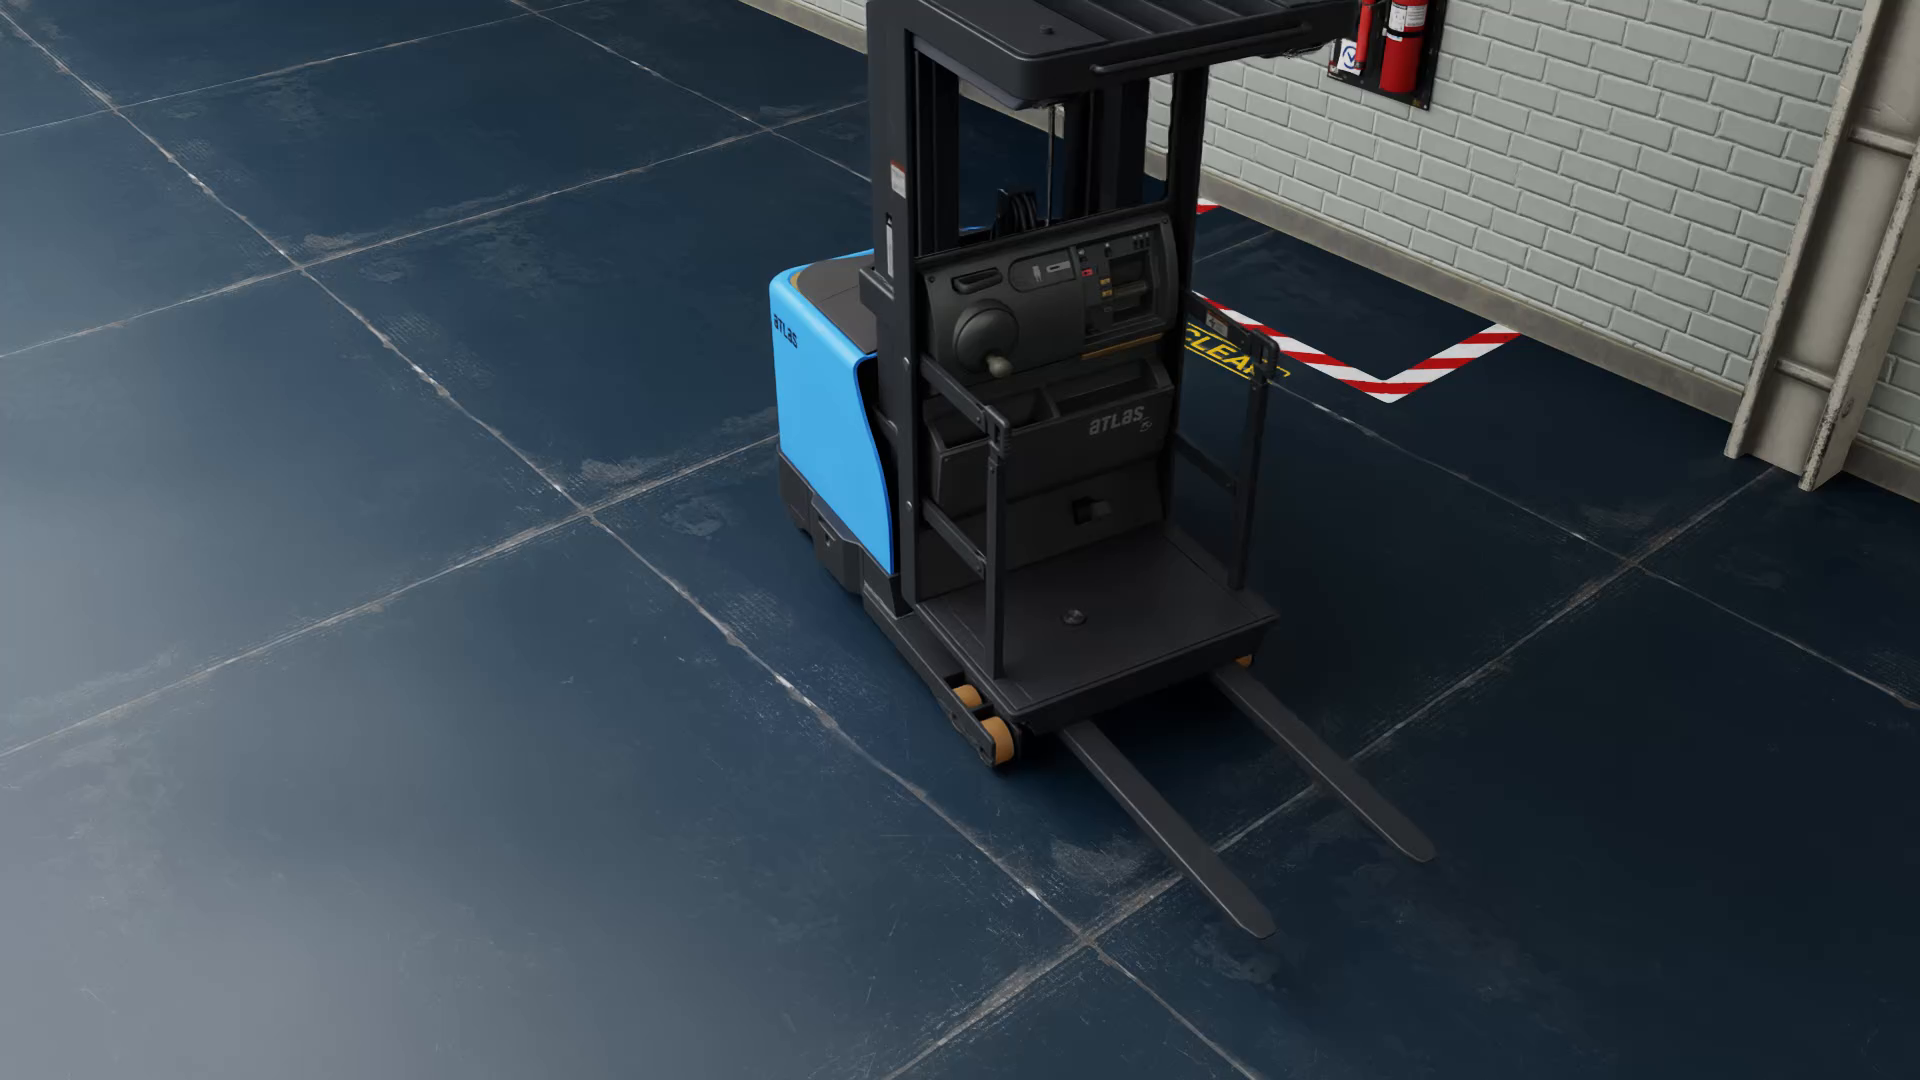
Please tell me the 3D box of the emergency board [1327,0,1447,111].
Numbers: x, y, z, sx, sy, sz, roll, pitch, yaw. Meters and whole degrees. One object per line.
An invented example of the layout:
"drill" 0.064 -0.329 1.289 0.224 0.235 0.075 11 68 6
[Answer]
"emergency board" 2.021 -2.676 7.933 0.194 1.169 0.643 -26 43 -32

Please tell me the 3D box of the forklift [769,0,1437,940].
"forklift" 0.414 -0.730 5.245 1.130 2.935 3.031 -18 39 -23

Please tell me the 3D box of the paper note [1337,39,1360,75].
"paper note" 1.959 -2.421 8.335 0.016 0.148 0.142 -26 43 -32

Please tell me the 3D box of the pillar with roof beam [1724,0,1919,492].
"pillar with roof beam" 0.298 -2.413 2.372 9.100 9.000 0.400 -26 43 -32
